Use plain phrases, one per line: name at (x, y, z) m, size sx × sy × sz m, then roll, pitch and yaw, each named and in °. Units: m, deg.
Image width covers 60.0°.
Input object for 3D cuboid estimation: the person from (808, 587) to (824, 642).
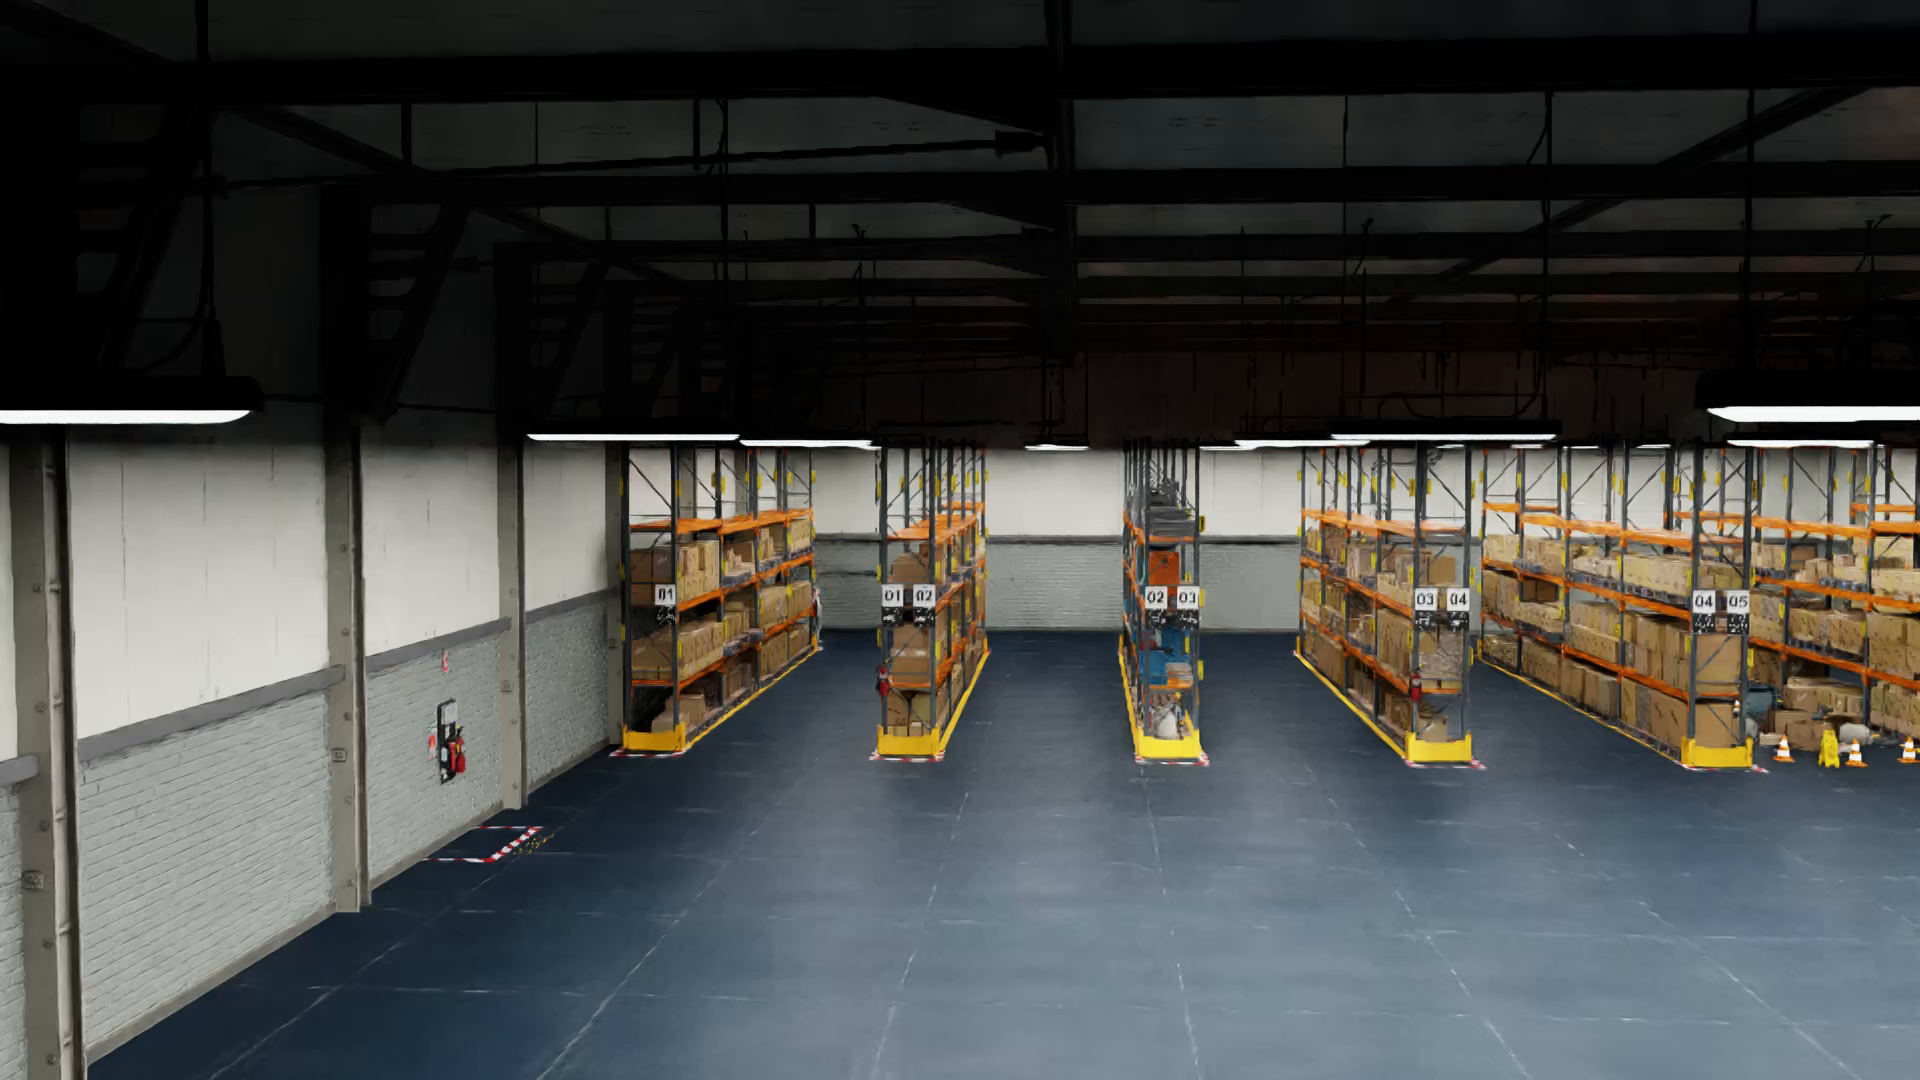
person at (-4.434, 2.237, 49.708) m, size 0.452 × 1.669 × 0.645 m, roll 3°, pitch 4°, yaw 43°
